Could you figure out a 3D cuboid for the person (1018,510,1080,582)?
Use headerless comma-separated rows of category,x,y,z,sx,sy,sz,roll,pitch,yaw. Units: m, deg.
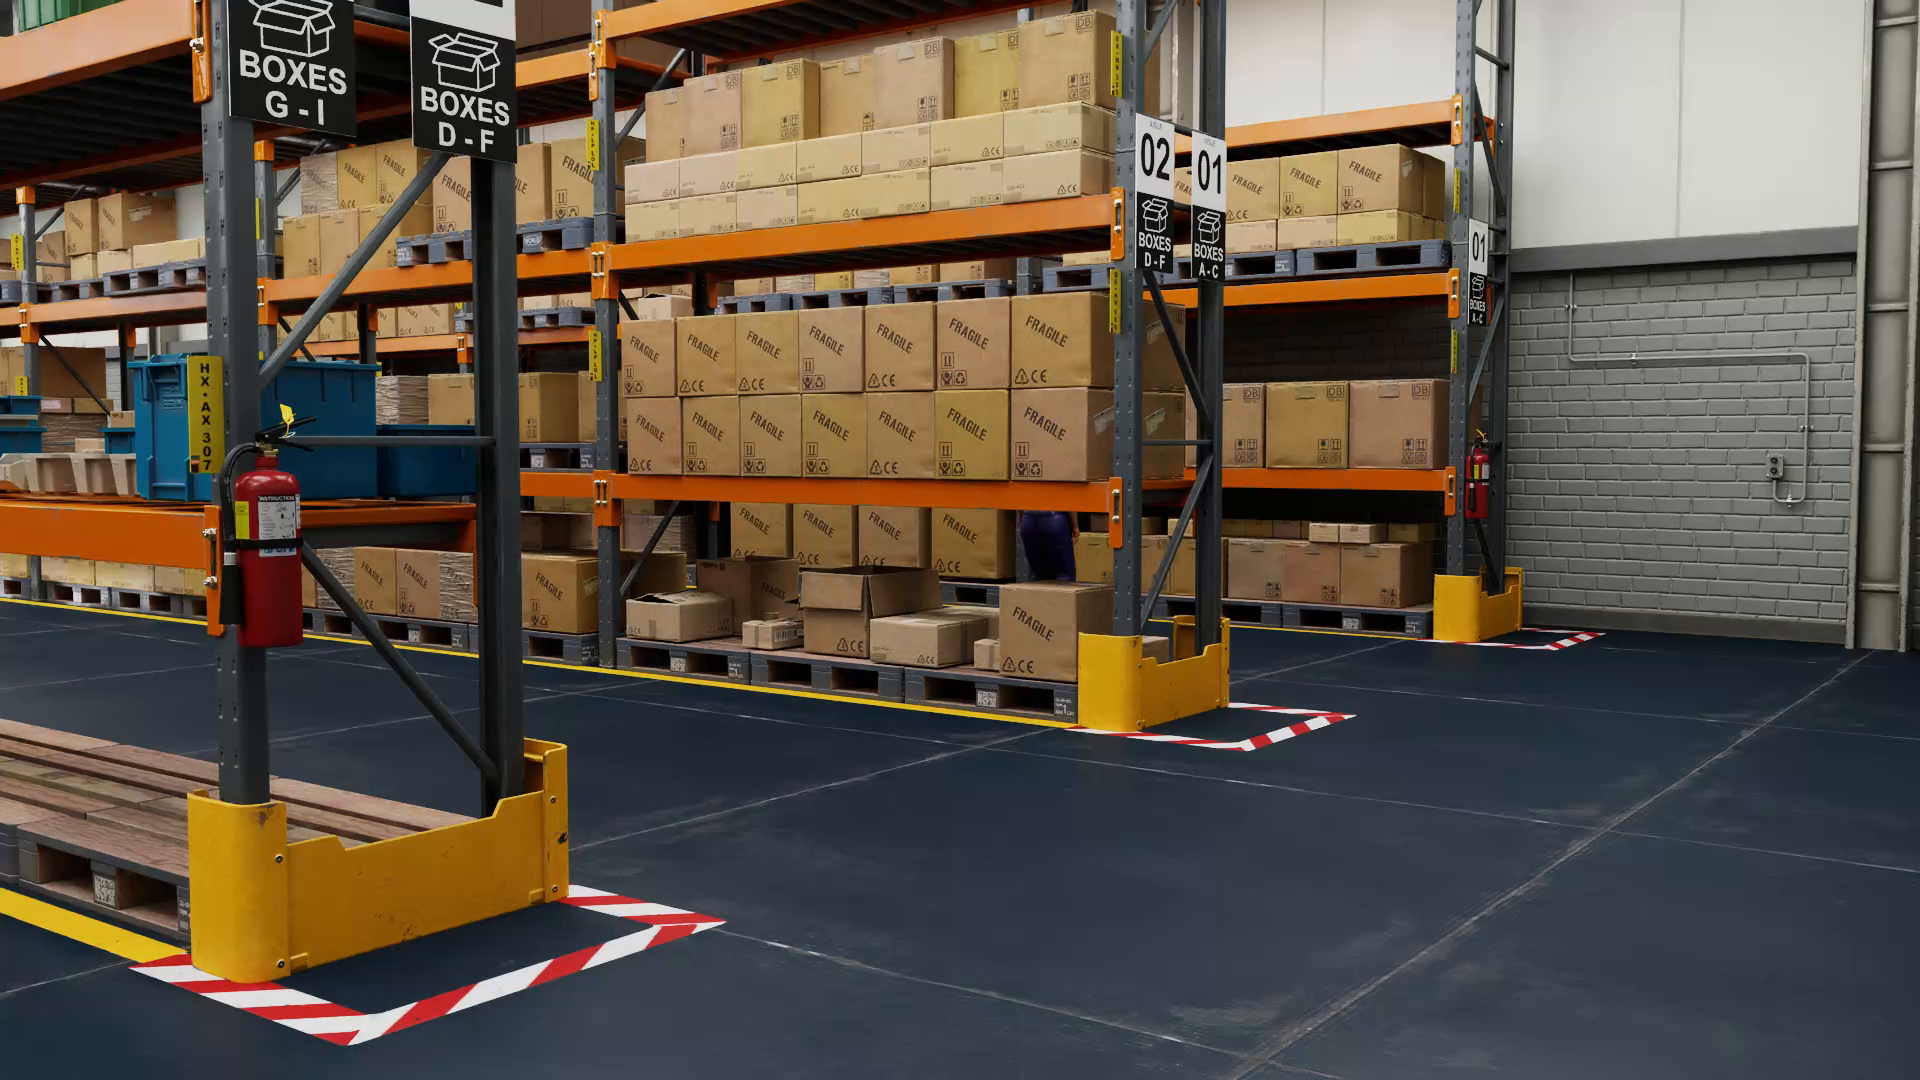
person,0.719,-0.078,13.194,0.550,1.637,0.415,2,4,35
